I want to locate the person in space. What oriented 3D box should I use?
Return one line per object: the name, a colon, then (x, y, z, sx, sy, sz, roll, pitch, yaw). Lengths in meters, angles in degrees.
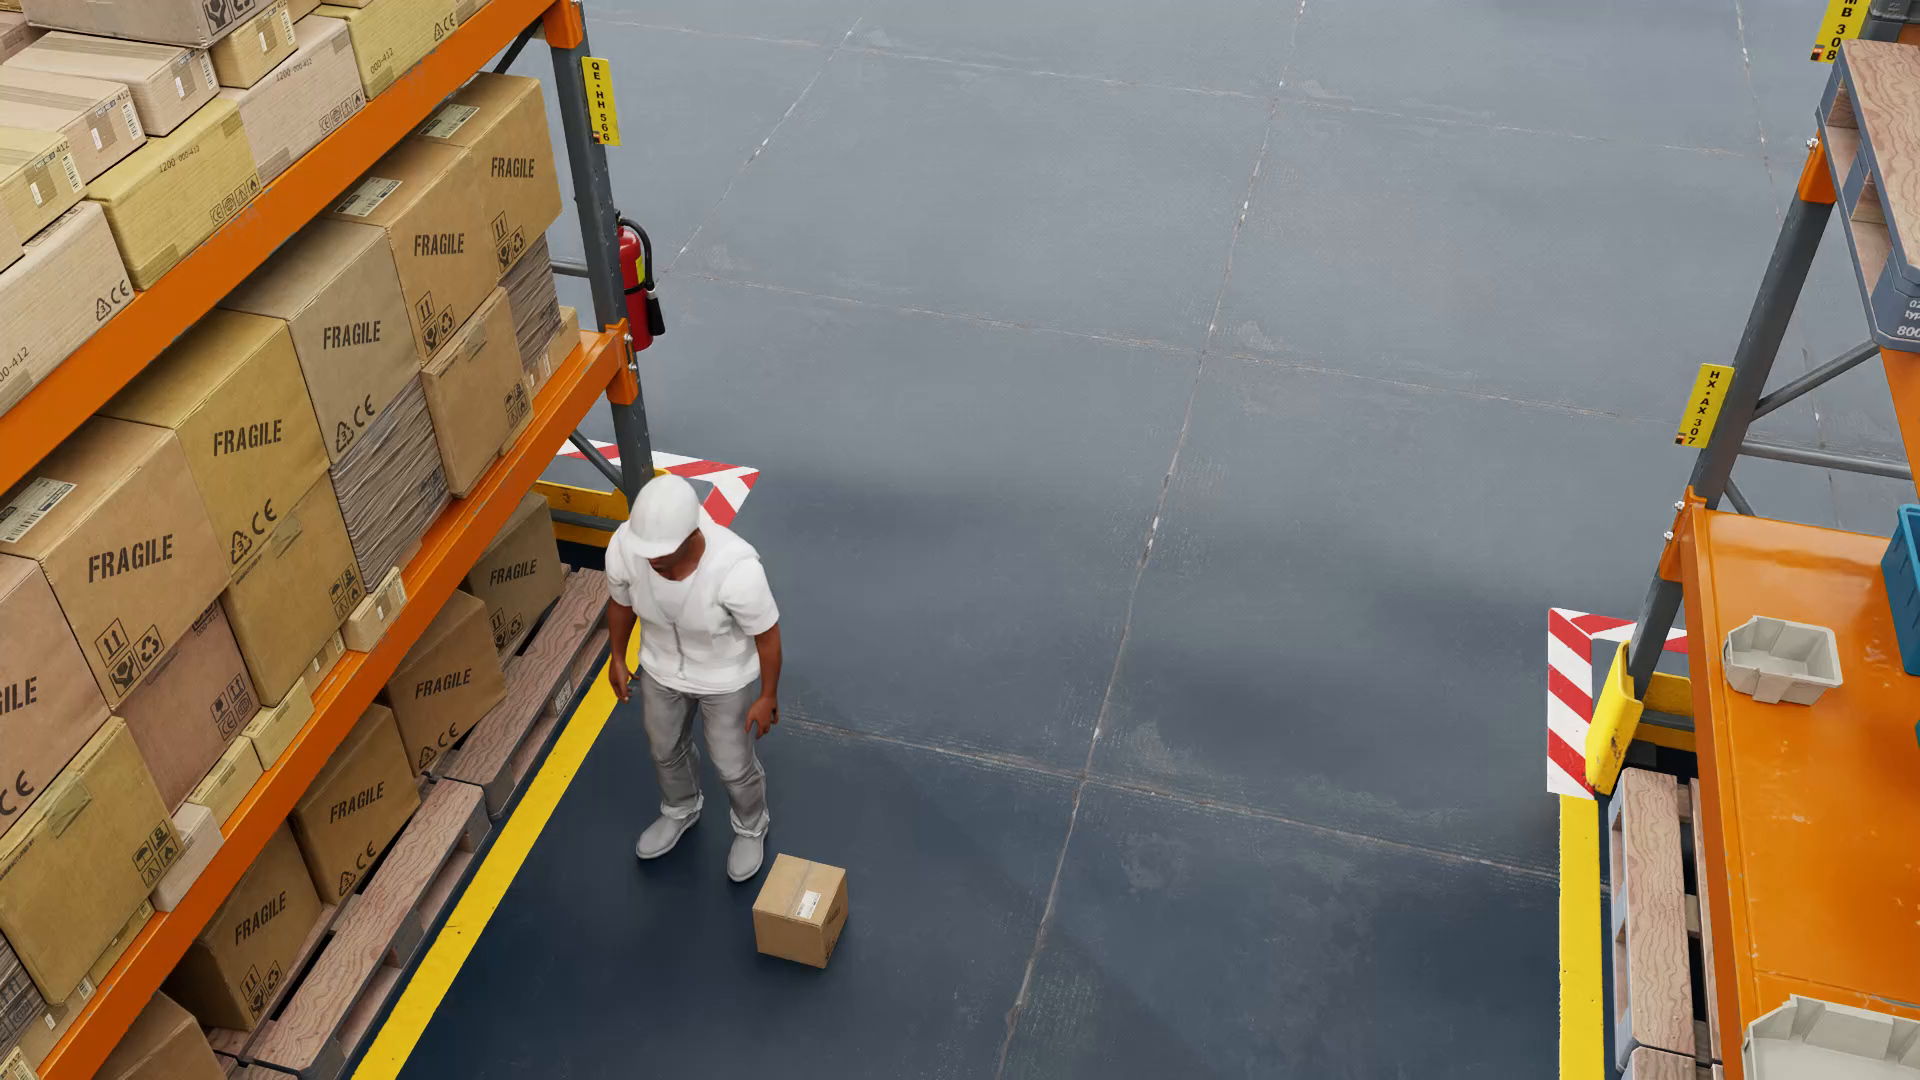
person: (-0.896, 0.457, 5.613, 0.627, 1.761, 0.457, 13, 42, 14)
